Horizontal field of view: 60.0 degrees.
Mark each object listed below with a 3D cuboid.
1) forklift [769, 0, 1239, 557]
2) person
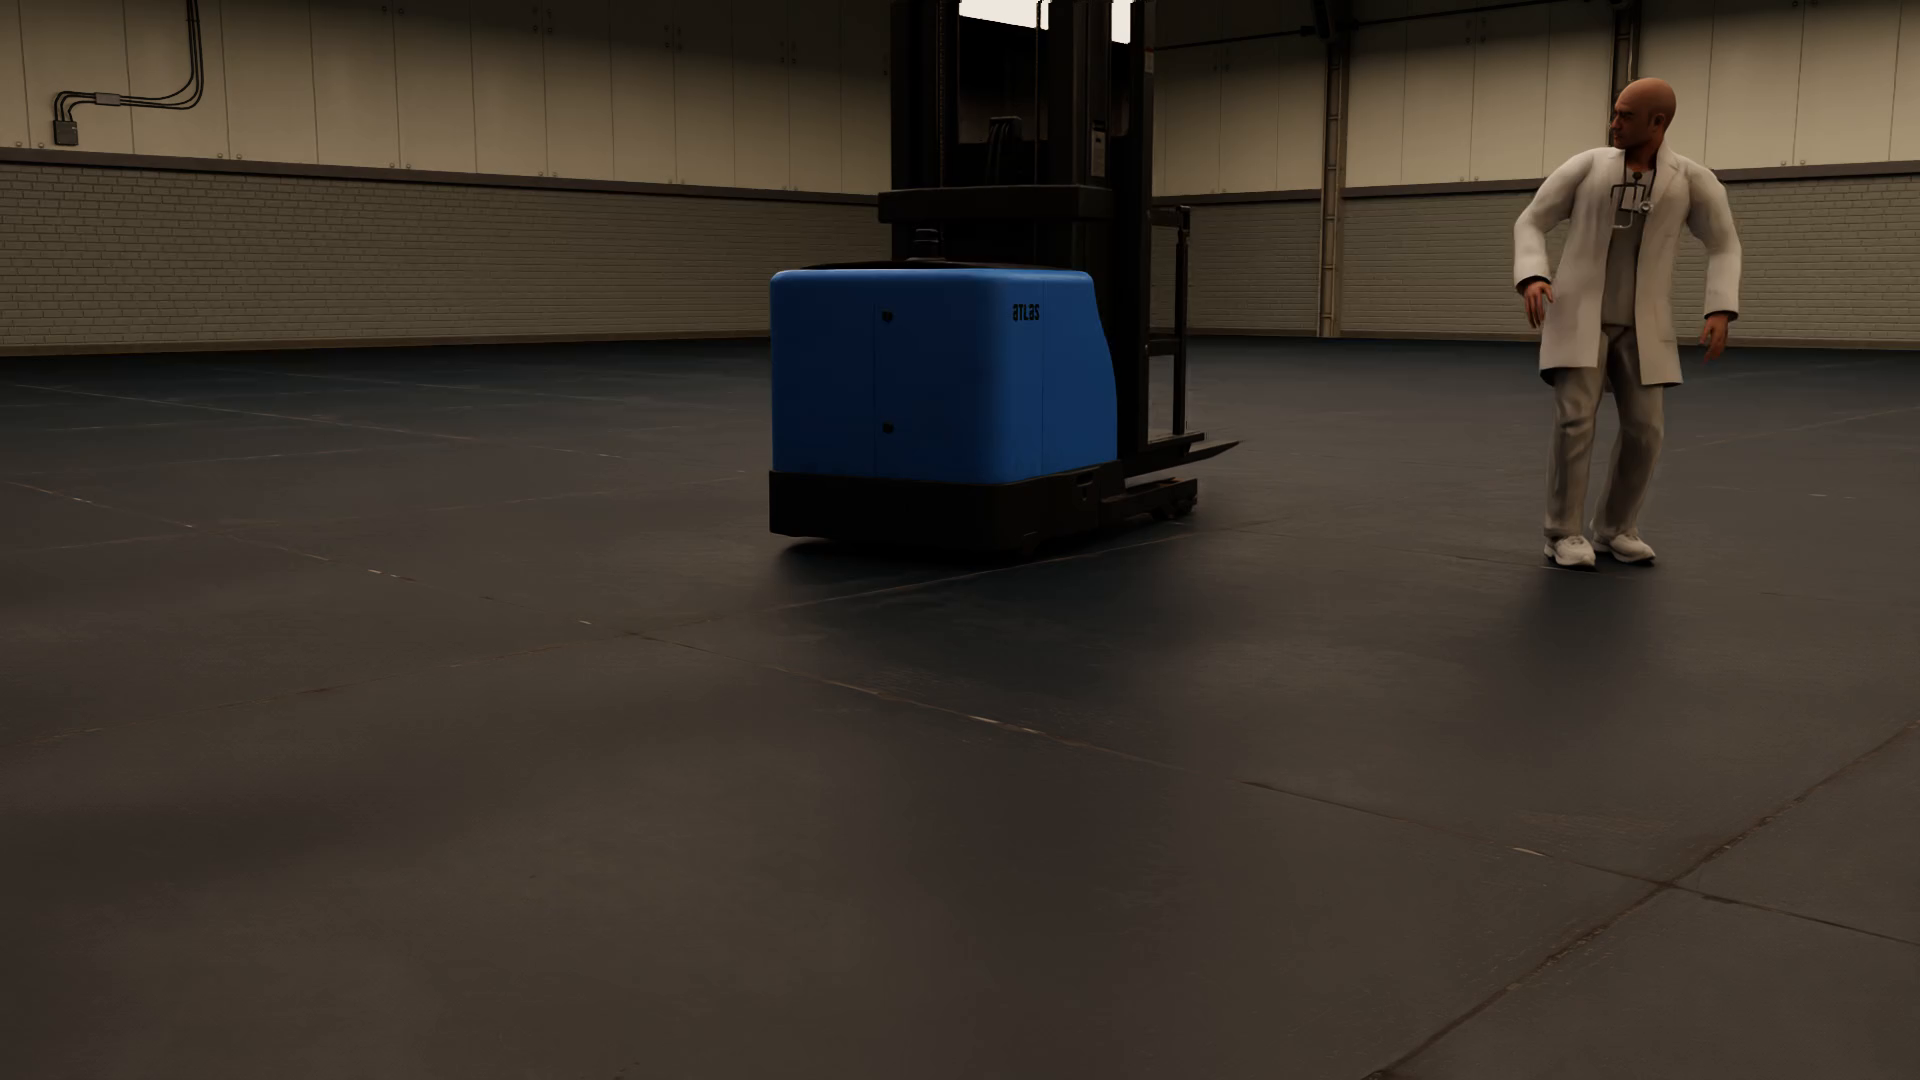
[{"bbox_3d":[0.417,-1.567,7.278,1.130,2.935,3.031,5,10,29],"label":"forklift"},{"bbox_3d":[2.430,-0.781,6.055,0.790,1.753,0.551,1,9,9],"label":"person"}]
